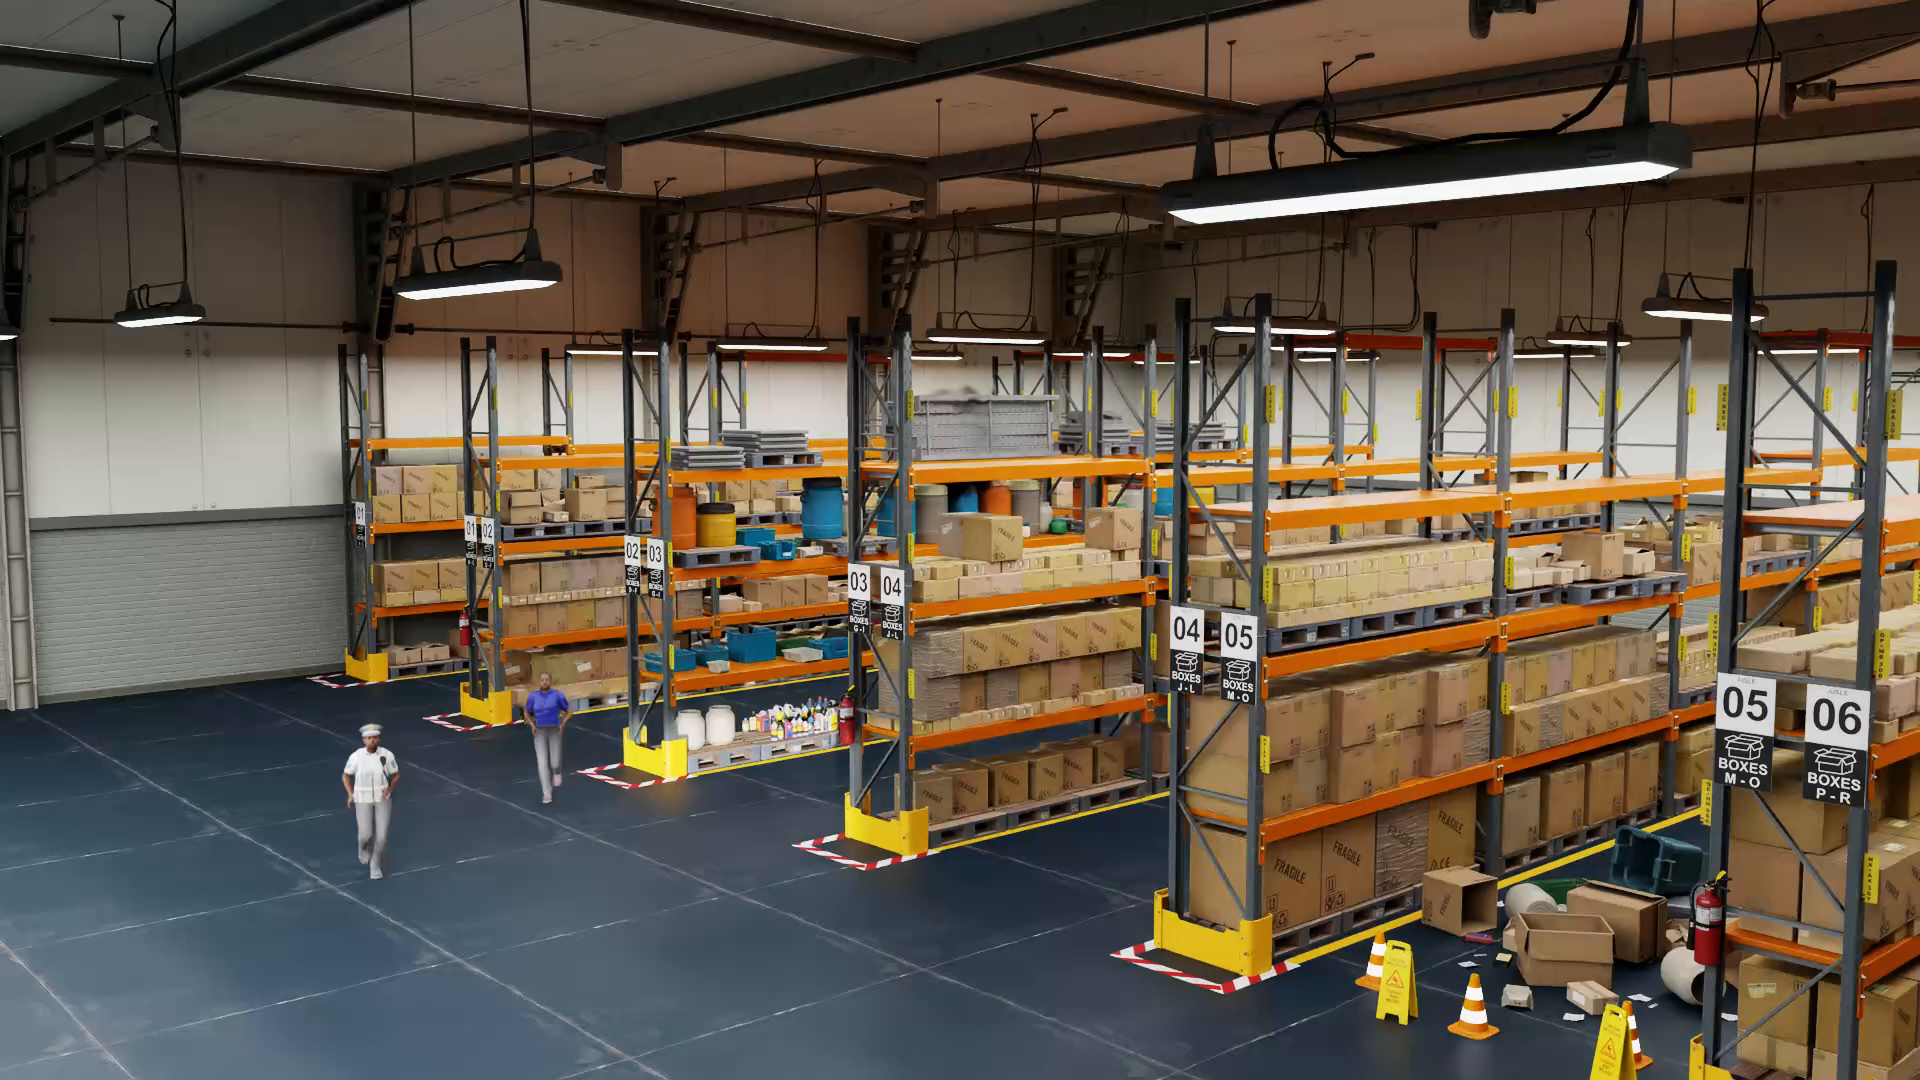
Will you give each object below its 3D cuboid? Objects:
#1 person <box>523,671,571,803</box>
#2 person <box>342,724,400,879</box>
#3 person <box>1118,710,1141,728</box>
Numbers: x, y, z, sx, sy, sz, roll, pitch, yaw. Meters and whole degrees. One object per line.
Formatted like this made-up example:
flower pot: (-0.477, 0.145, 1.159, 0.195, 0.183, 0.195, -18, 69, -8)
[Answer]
person: (-5.232, 2.465, 21.092, 0.598, 1.630, 0.709, -1, 5, -8)
person: (-6.229, 2.770, 17.638, 0.574, 1.653, 0.534, -2, 6, -23)
person: (2.431, 2.185, 23.664, 0.576, 1.721, 0.679, -5, 7, -42)
